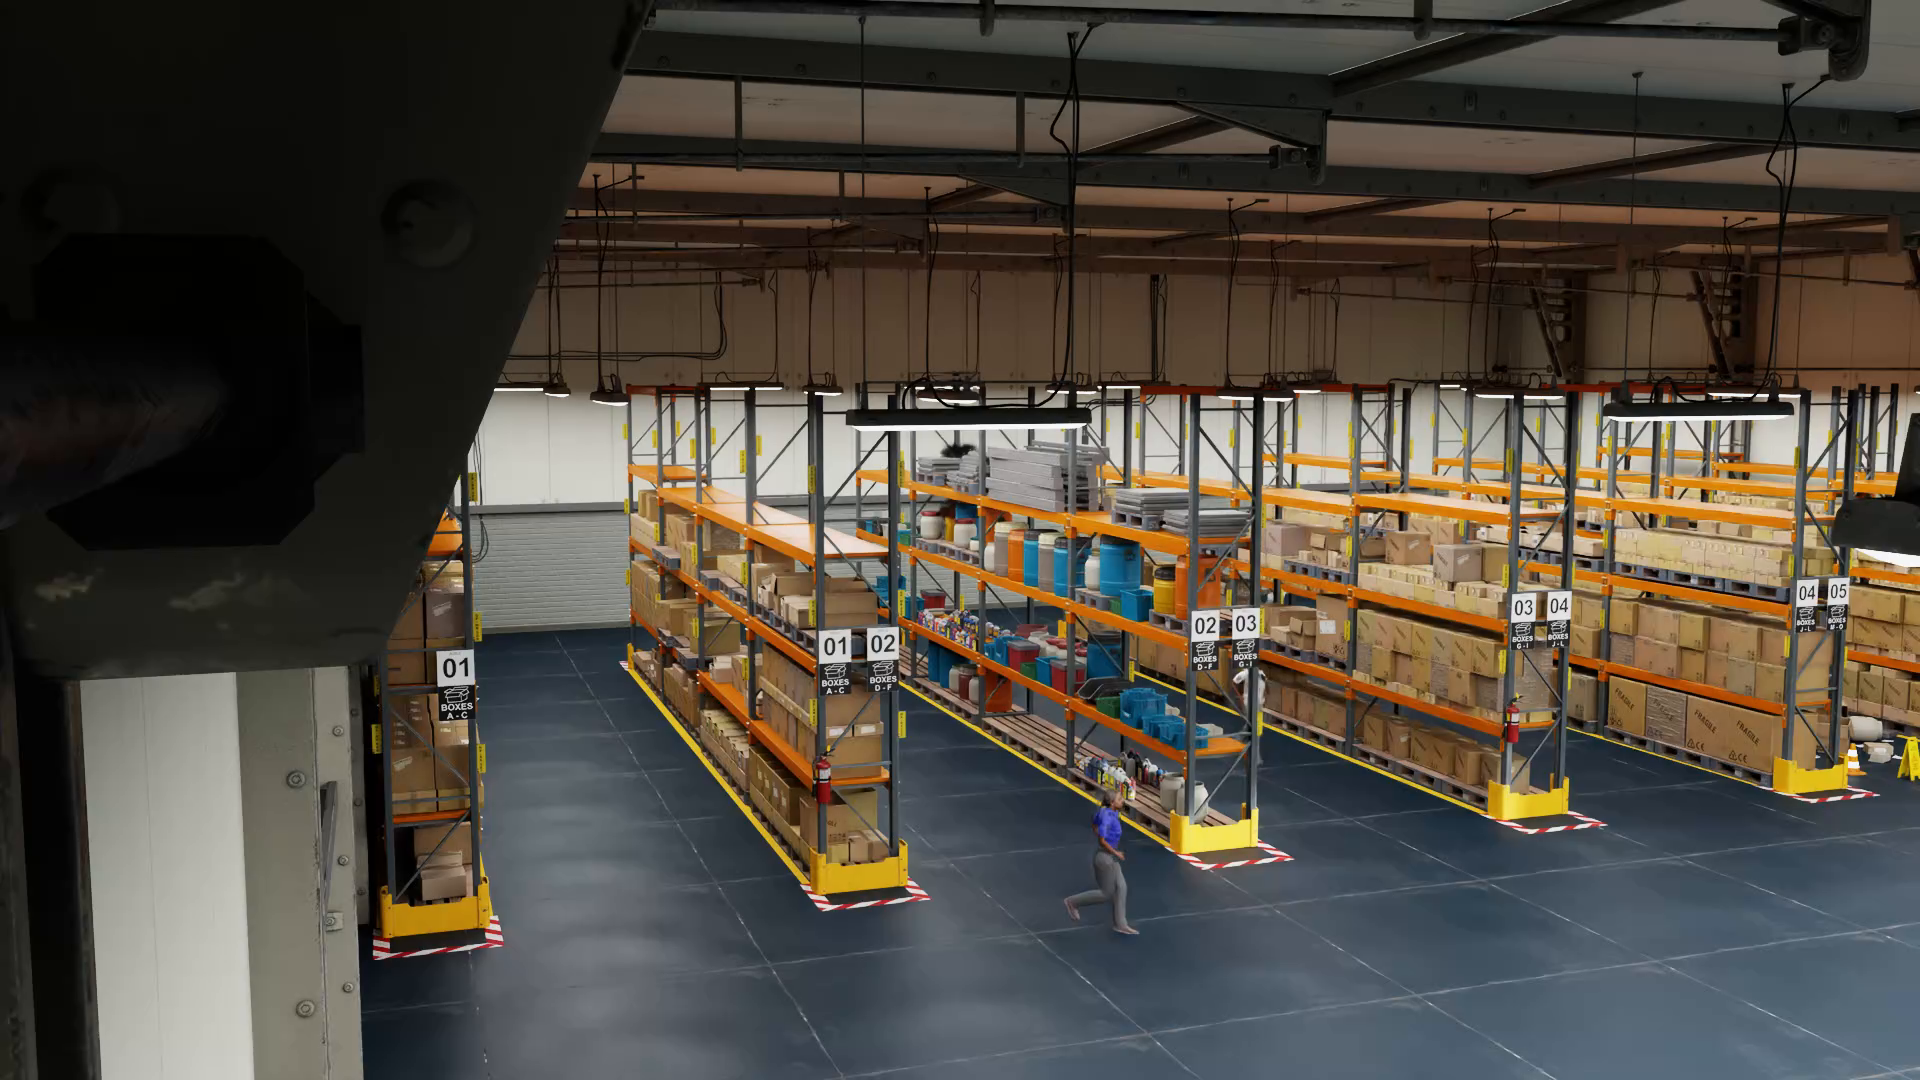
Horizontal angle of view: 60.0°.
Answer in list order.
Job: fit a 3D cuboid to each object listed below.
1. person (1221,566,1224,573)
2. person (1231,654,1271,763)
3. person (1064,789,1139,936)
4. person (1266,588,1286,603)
[{"bbox_3d":[6.097,1.393,39.969,0.683,1.611,0.704,4,7,36],"label":"person"},{"bbox_3d":[4.742,2.706,27.021,0.563,1.756,0.776,-4,7,-33],"label":"person"},{"bbox_3d":[1.597,3.609,18.677,0.847,1.645,0.599,1,6,5],"label":"person"},{"bbox_3d":[7.945,1.277,41.585,0.579,1.562,0.926,3,7,27],"label":"person"}]
